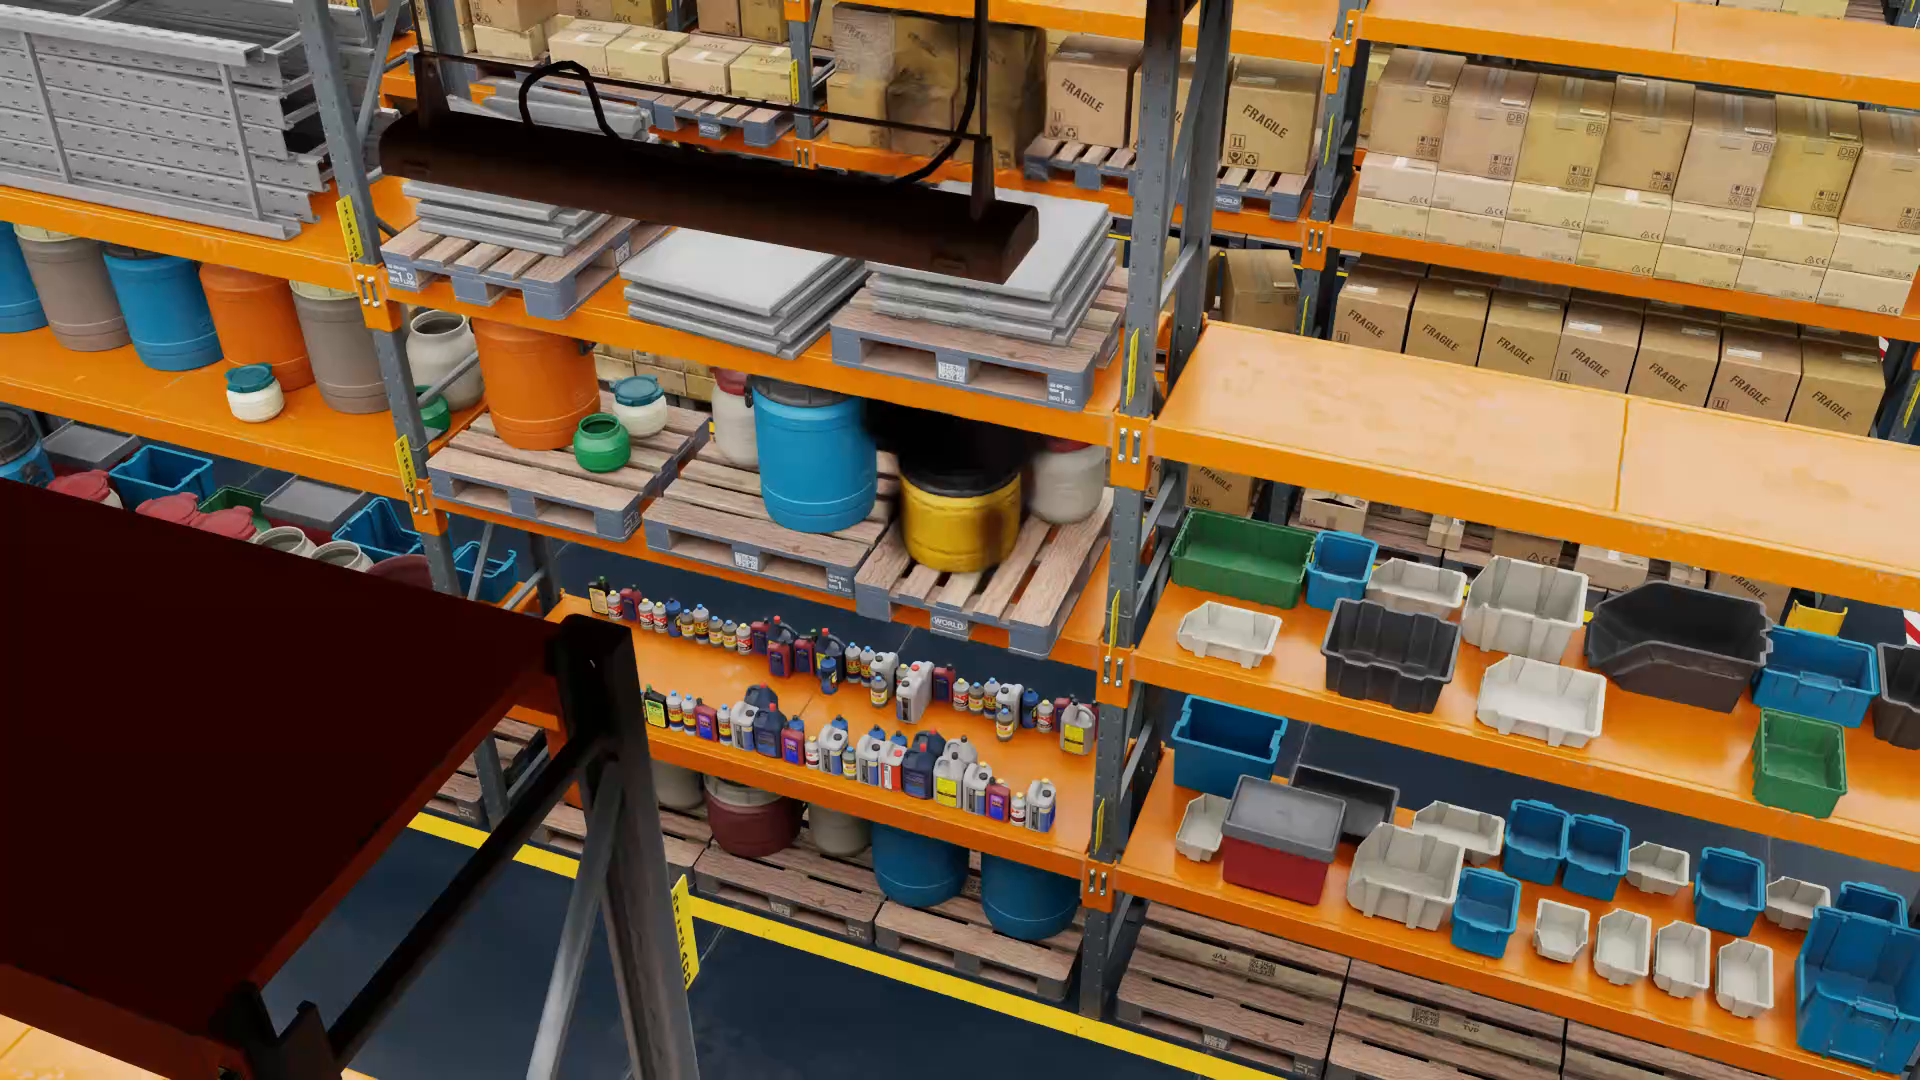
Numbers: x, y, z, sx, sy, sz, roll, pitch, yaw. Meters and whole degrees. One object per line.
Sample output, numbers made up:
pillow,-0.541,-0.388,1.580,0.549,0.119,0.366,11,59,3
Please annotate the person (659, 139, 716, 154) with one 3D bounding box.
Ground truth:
person,-2.683,-3.721,16.939,0.869,1.809,0.670,2,37,2
